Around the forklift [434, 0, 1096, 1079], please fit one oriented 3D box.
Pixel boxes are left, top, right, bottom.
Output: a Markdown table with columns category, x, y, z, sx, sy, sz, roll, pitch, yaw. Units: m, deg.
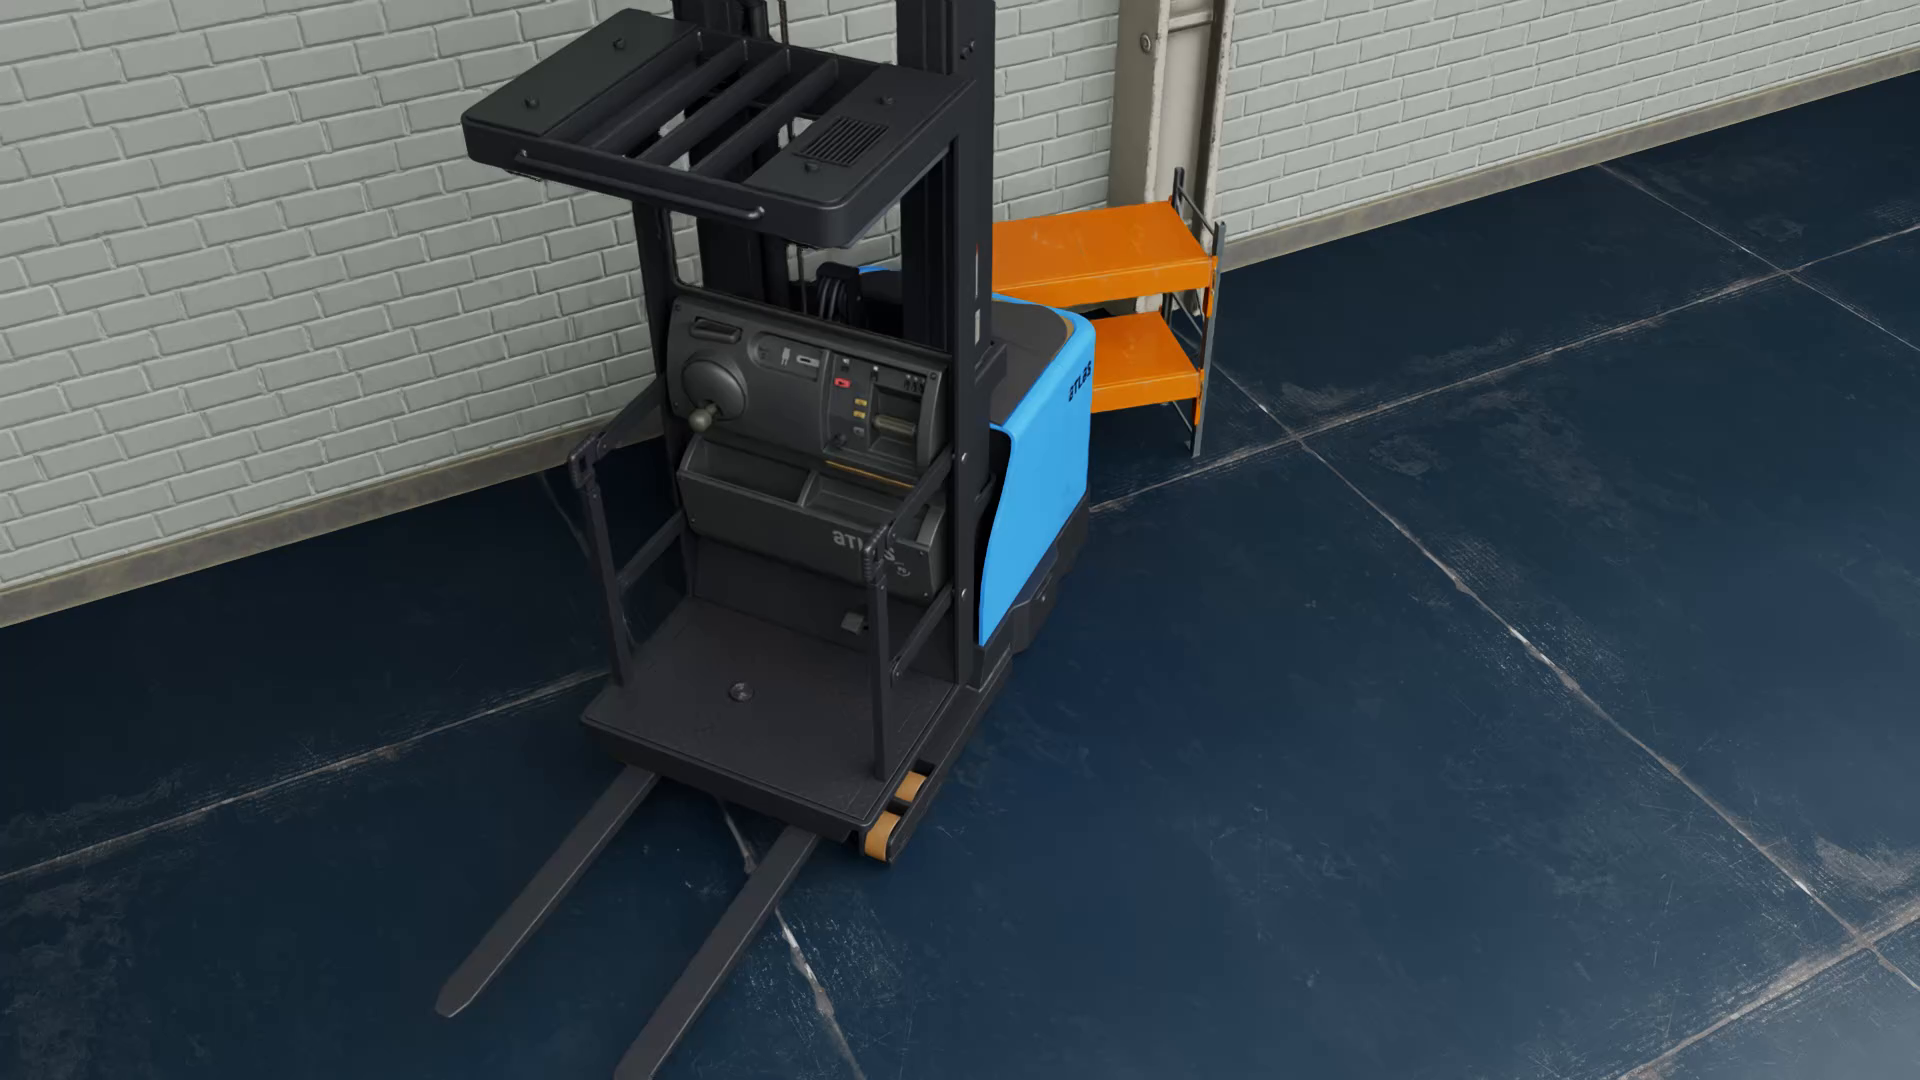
| category | x | y | z | sx | sy | sz | roll | pitch | yaw |
| --- | --- | --- | --- | --- | --- | --- | --- | --- | --- |
| forklift | -0.575 | -0.383 | 4.934 | 1.130 | 2.935 | 3.031 | 17 | 43 | 19 |

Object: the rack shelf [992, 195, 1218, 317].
| category | x | y | z | sx | sy | sz | roll | pitch | yaw |
| --- | --- | --- | --- | --- | --- | --- | --- | --- | --- |
| rack shelf | 0.465 | -1.086 | 6.710 | 1.000 | 0.278 | 0.538 | -9 | 41 | -11 |

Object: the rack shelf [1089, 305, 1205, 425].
| category | x | y | z | sx | sy | sz | roll | pitch | yaw |
| --- | --- | --- | --- | --- | --- | --- | --- | --- | --- |
| rack shelf | 0.465 | -0.676 | 7.057 | 1.000 | 0.278 | 0.538 | -9 | 41 | -11 |

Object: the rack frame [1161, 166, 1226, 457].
| category | x | y | z | sx | sy | sz | roll | pitch | yaw |
| --- | --- | --- | --- | --- | --- | --- | --- | --- | --- |
| rack frame | 0.957 | -0.945 | 6.996 | 0.032 | 1.125 | 0.500 | -9 | 41 | -11 |

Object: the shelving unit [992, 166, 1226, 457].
| category | x | y | z | sx | sy | sz | roll | pitch | yaw |
| --- | --- | --- | --- | --- | --- | --- | --- | --- | --- |
| shelving unit | 0.465 | -0.863 | 6.899 | 1.048 | 1.125 | 0.538 | -9 | 41 | -11 |

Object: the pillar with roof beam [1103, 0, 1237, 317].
| category | x | y | z | sx | sy | sz | roll | pitch | yaw |
| --- | --- | --- | --- | --- | --- | --- | --- | --- | --- |
| pillar with roof beam | 2.917 | -2.092 | 2.257 | 0.400 | 9.000 | 9.100 | -19 | 44 | -21 |
